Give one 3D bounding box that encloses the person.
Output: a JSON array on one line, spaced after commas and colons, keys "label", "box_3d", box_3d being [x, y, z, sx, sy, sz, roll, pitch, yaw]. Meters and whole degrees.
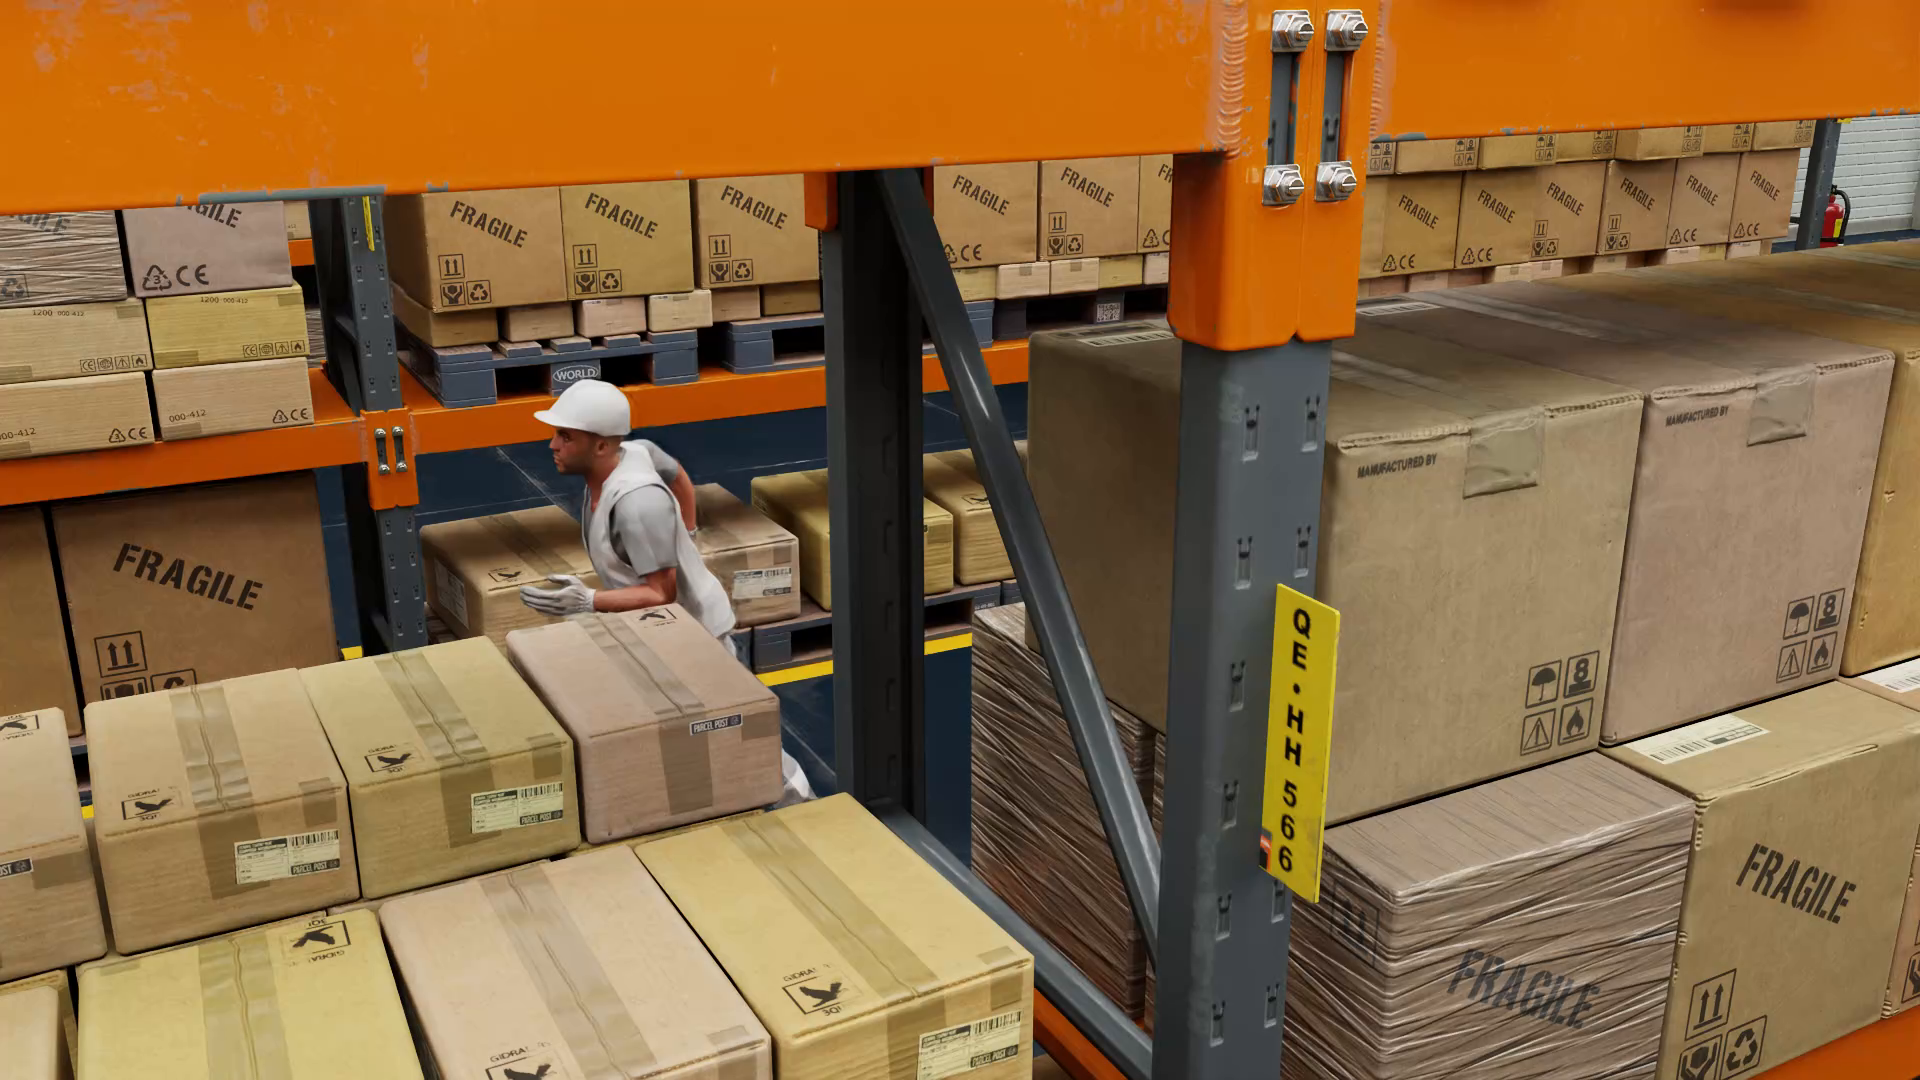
[{"label": "person", "box_3d": [-0.913, 0.307, 5.169, 0.968, 1.688, 0.656, -12, 22, -32]}]
